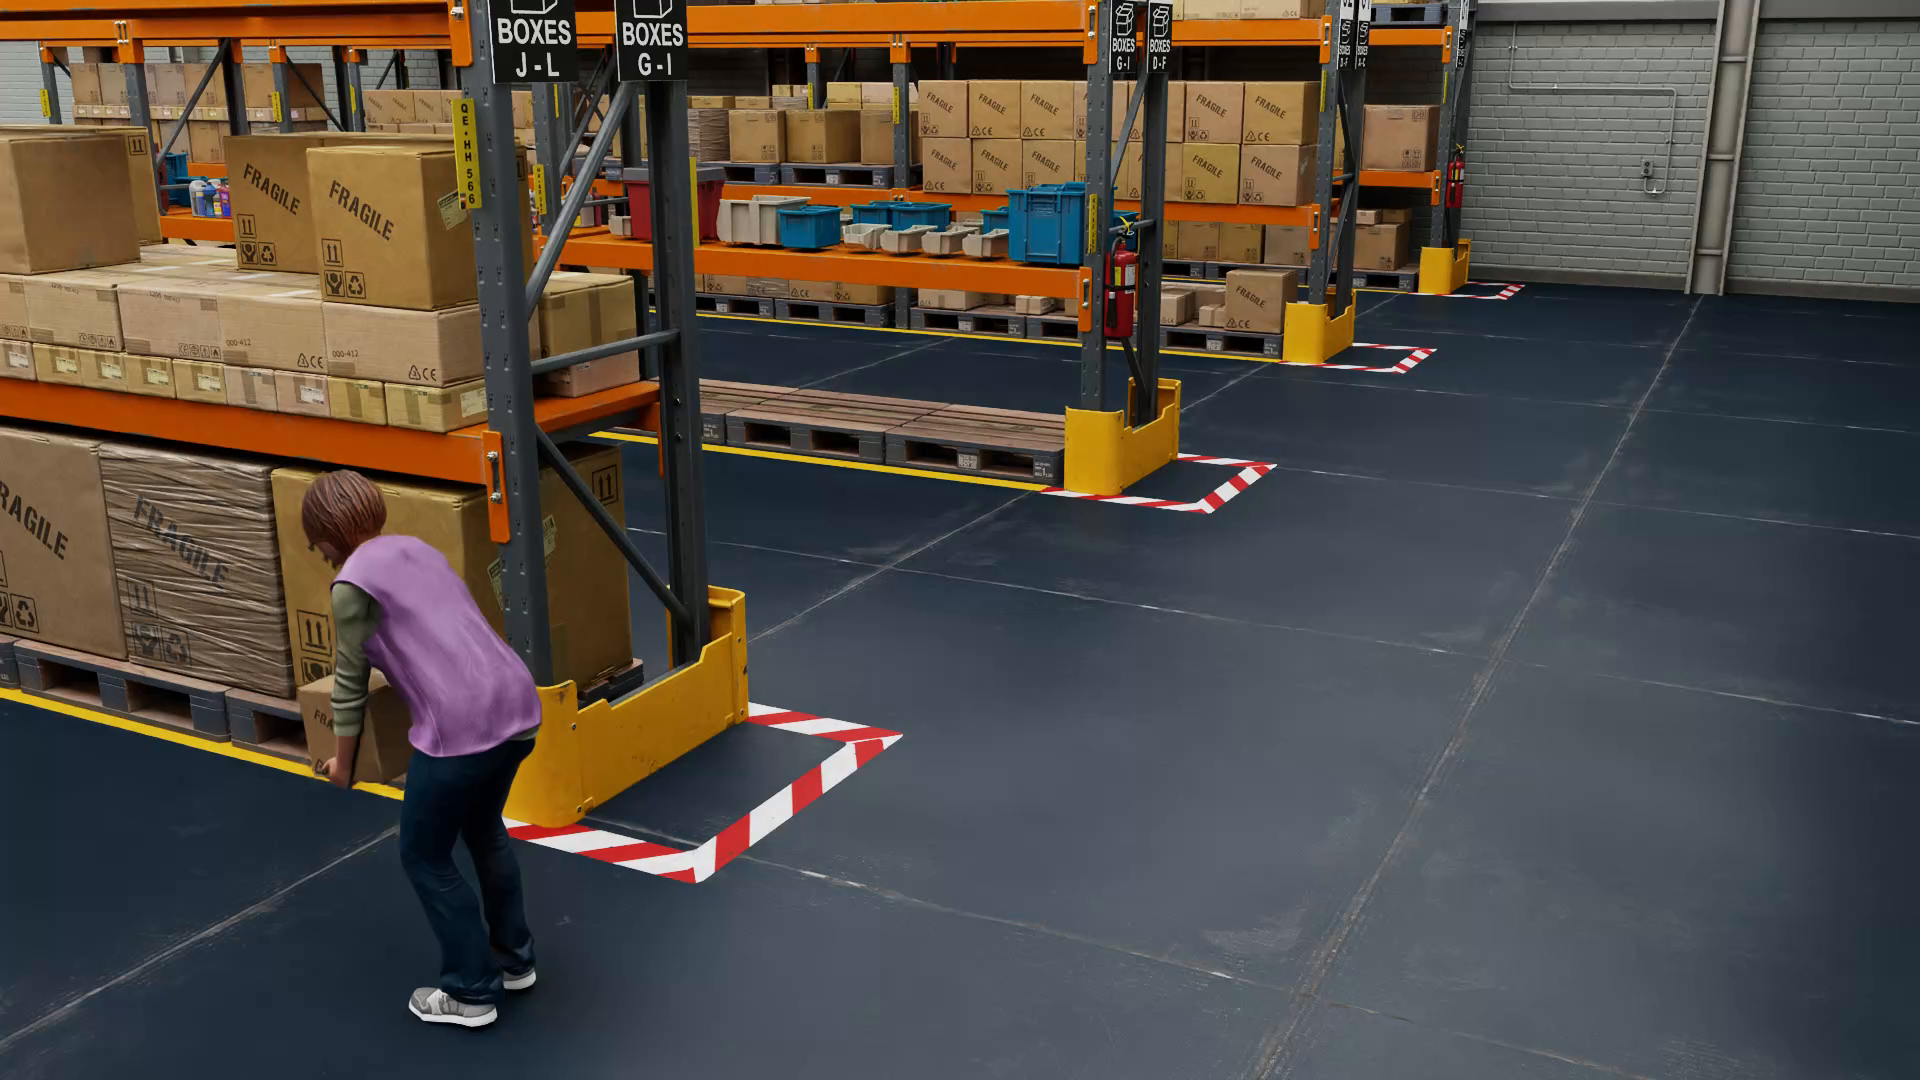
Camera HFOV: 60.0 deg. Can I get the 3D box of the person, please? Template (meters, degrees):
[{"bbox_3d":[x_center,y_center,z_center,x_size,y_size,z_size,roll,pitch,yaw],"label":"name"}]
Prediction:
[{"bbox_3d":[-1.410,0.547,4.409,0.646,1.459,0.374,7,18,24],"label":"person"}]
